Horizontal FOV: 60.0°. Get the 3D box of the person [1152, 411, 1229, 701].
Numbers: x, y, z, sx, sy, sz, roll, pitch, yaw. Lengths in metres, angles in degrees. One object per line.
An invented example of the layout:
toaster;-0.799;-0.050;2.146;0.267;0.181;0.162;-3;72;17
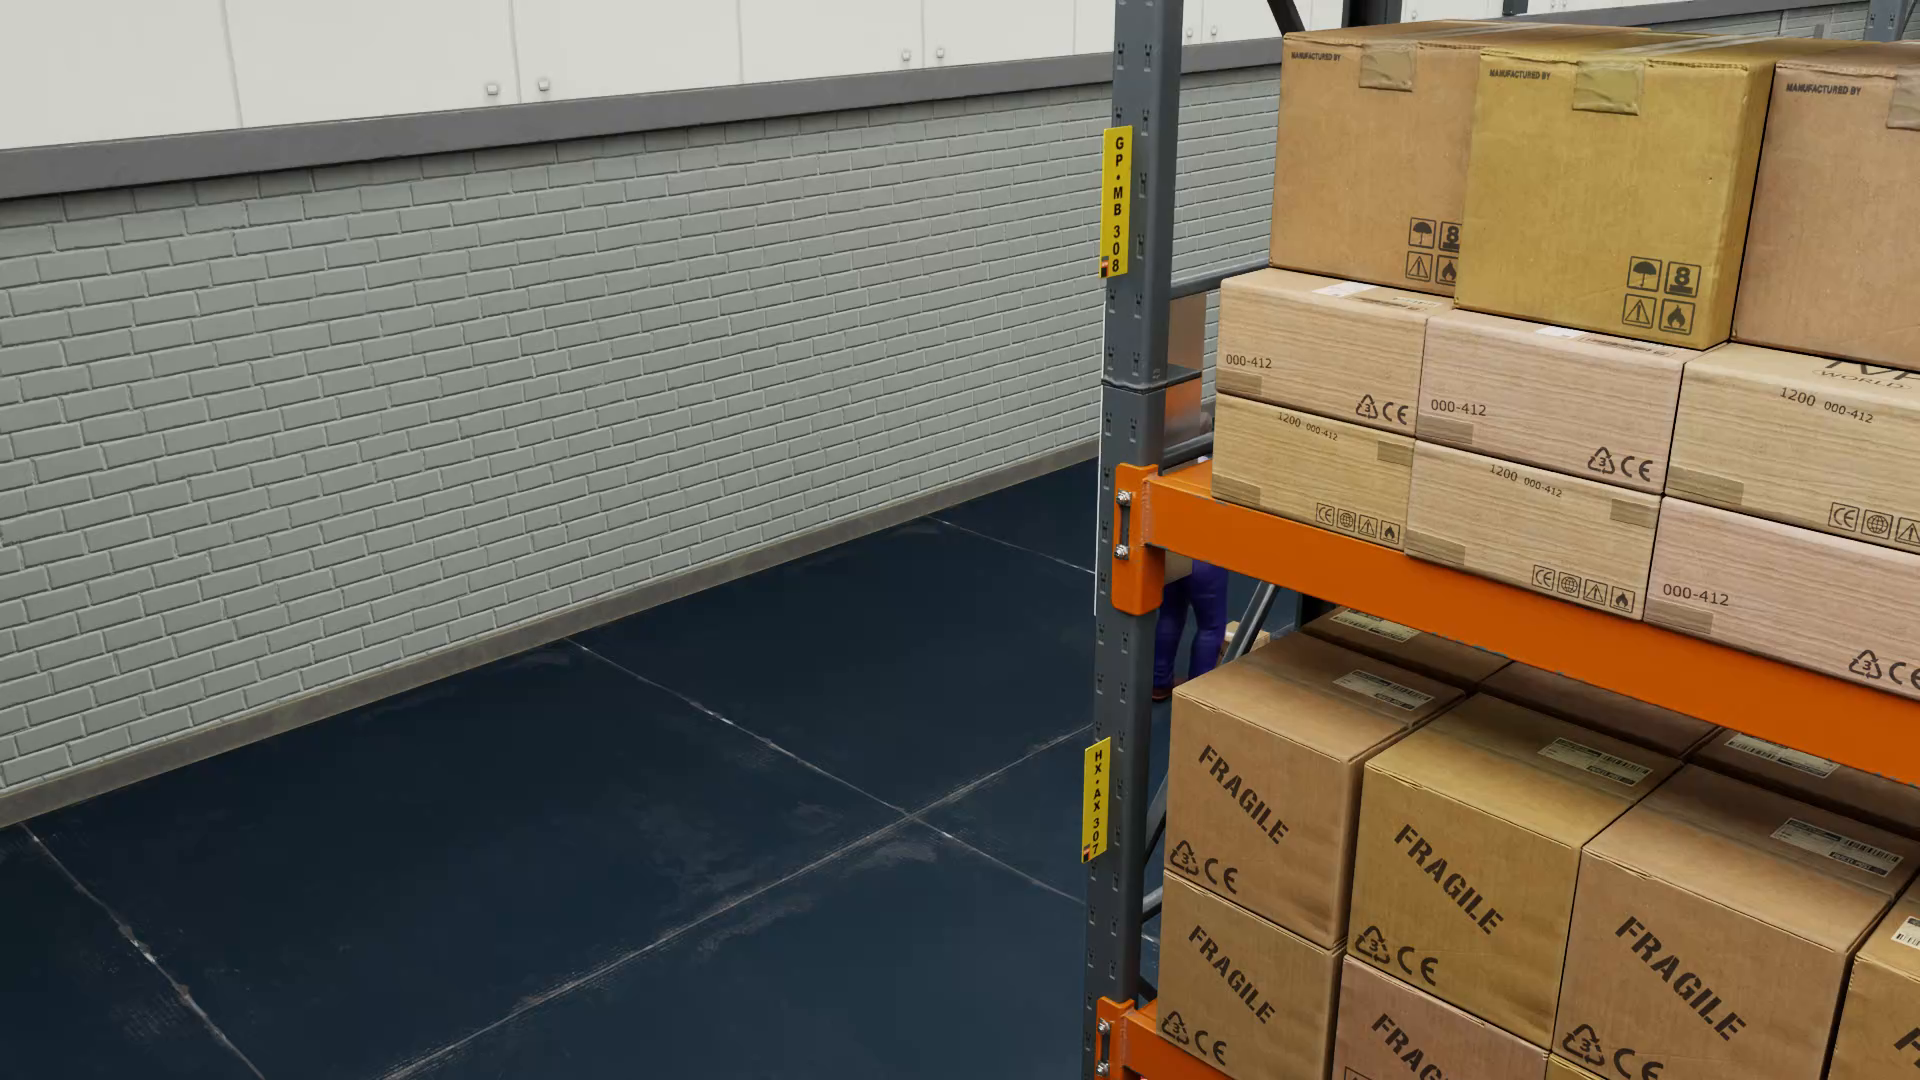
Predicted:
person;1.213;0.119;8.826;0.340;1.630;0.473;-19;28;-41
